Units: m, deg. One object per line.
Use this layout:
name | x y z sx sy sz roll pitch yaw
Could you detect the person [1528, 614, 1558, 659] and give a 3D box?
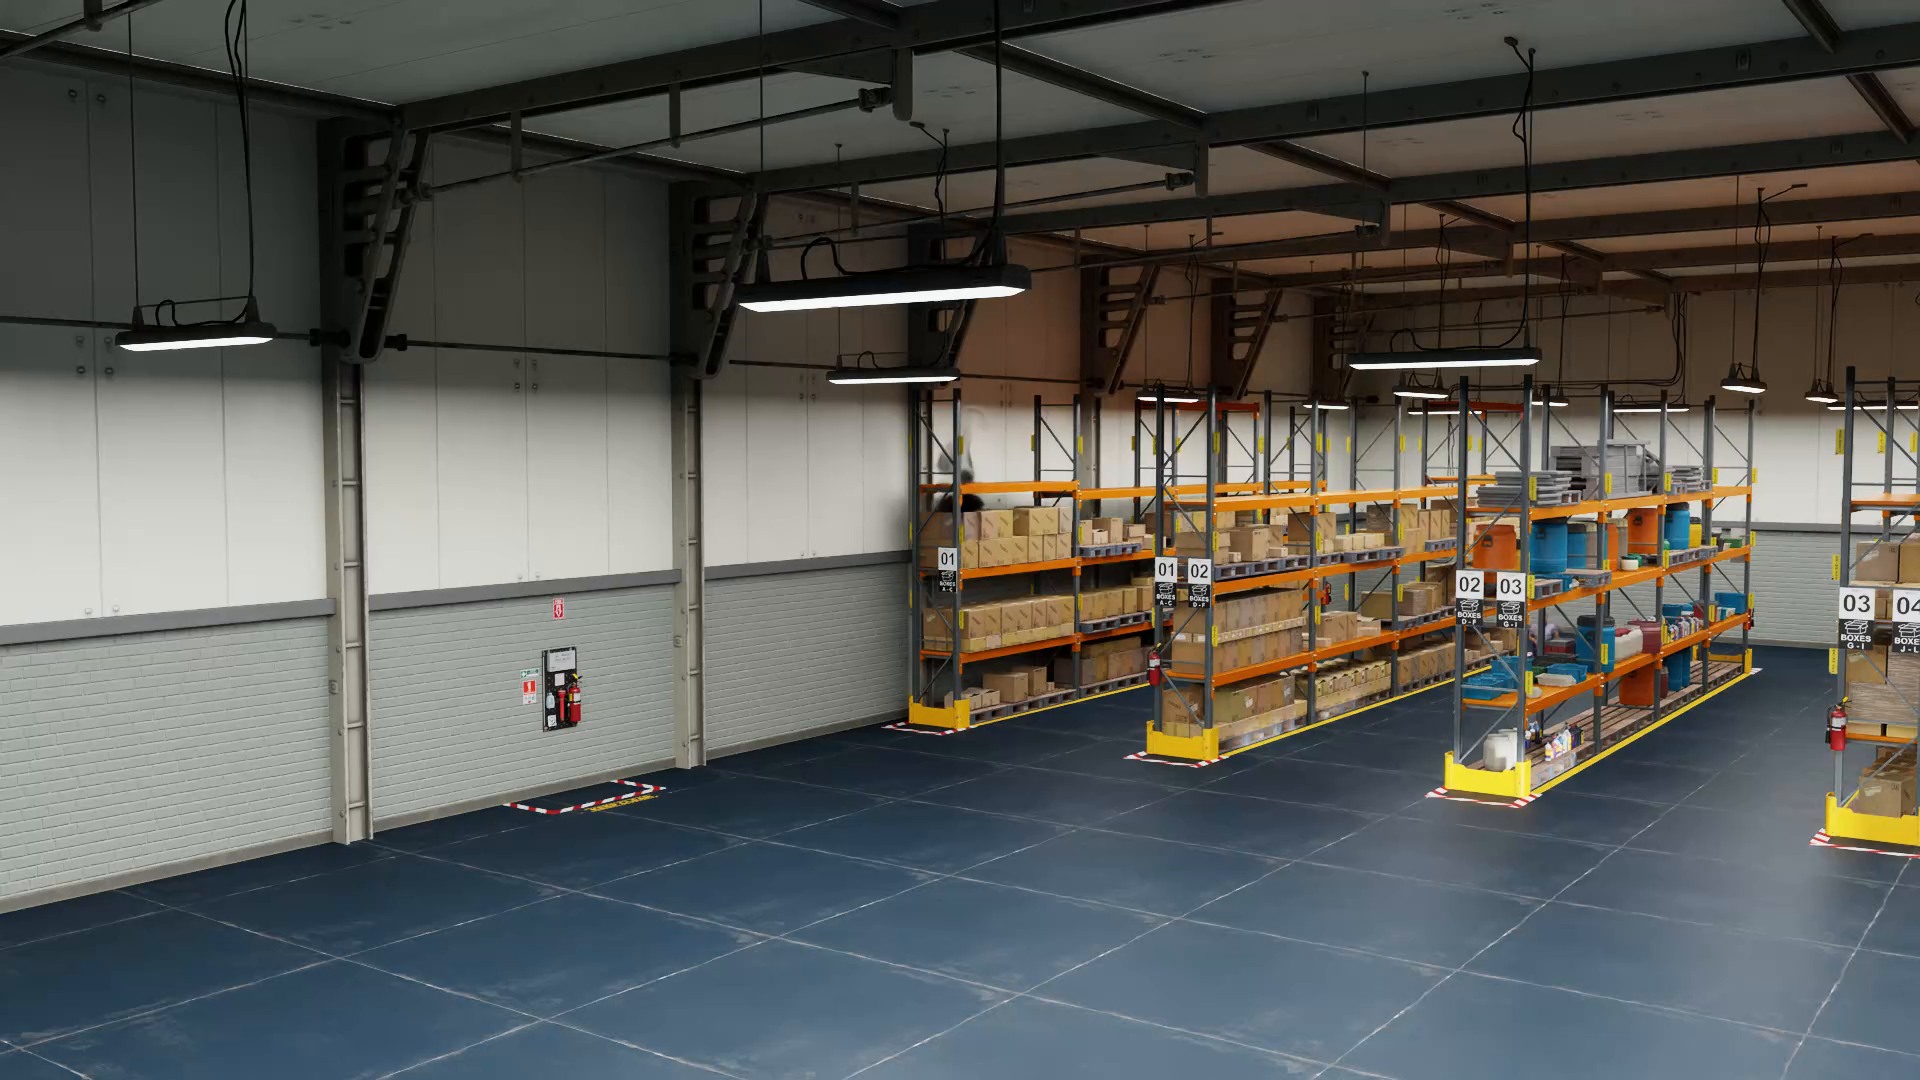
person | 11.766 2.286 33.617 0.550 1.708 0.780 2 4 29
